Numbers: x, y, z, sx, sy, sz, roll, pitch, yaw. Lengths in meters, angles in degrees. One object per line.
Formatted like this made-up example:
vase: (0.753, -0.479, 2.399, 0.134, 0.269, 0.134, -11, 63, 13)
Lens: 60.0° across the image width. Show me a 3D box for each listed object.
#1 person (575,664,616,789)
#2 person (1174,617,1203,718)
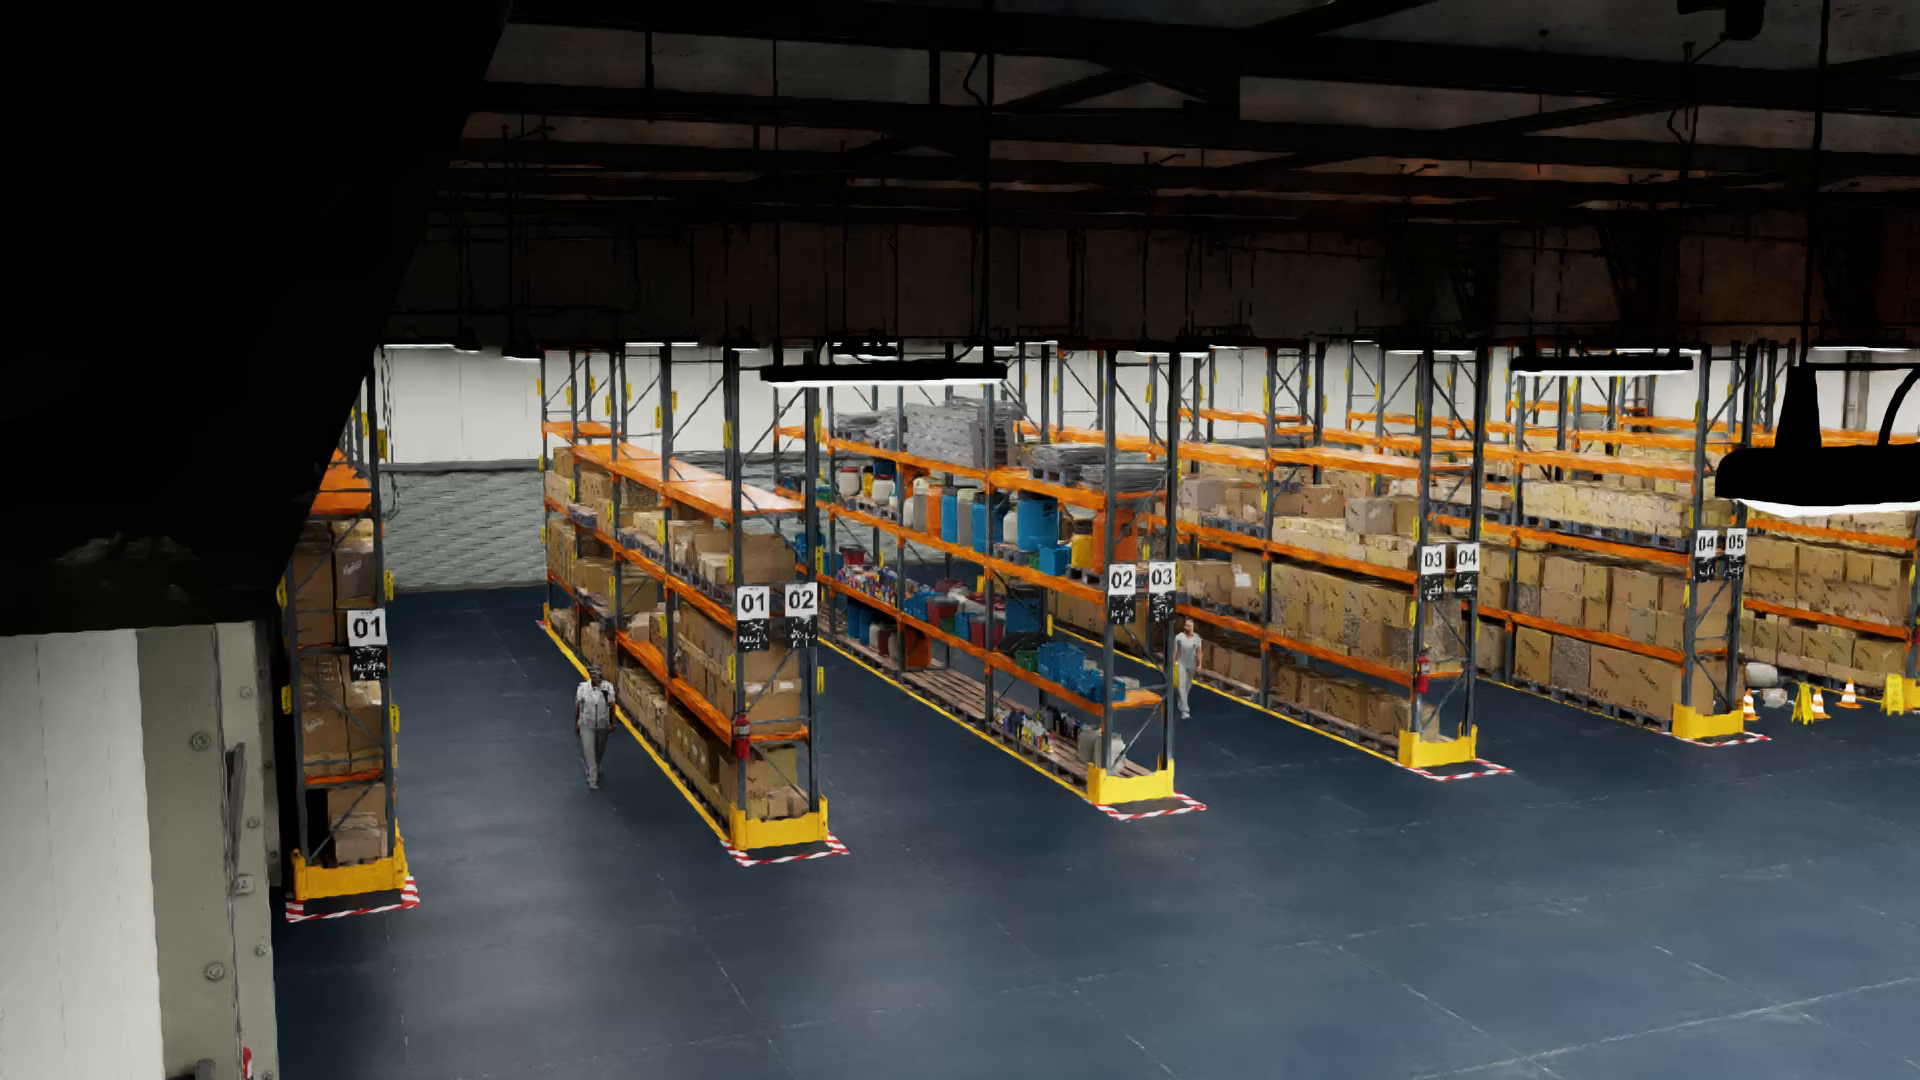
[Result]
person: (-5.001, 2.513, 22.907, 0.540, 1.676, 1.130, -3, 8, -24)
person: (3.684, 2.030, 26.897, 0.445, 1.603, 1.019, -2, 8, -12)
